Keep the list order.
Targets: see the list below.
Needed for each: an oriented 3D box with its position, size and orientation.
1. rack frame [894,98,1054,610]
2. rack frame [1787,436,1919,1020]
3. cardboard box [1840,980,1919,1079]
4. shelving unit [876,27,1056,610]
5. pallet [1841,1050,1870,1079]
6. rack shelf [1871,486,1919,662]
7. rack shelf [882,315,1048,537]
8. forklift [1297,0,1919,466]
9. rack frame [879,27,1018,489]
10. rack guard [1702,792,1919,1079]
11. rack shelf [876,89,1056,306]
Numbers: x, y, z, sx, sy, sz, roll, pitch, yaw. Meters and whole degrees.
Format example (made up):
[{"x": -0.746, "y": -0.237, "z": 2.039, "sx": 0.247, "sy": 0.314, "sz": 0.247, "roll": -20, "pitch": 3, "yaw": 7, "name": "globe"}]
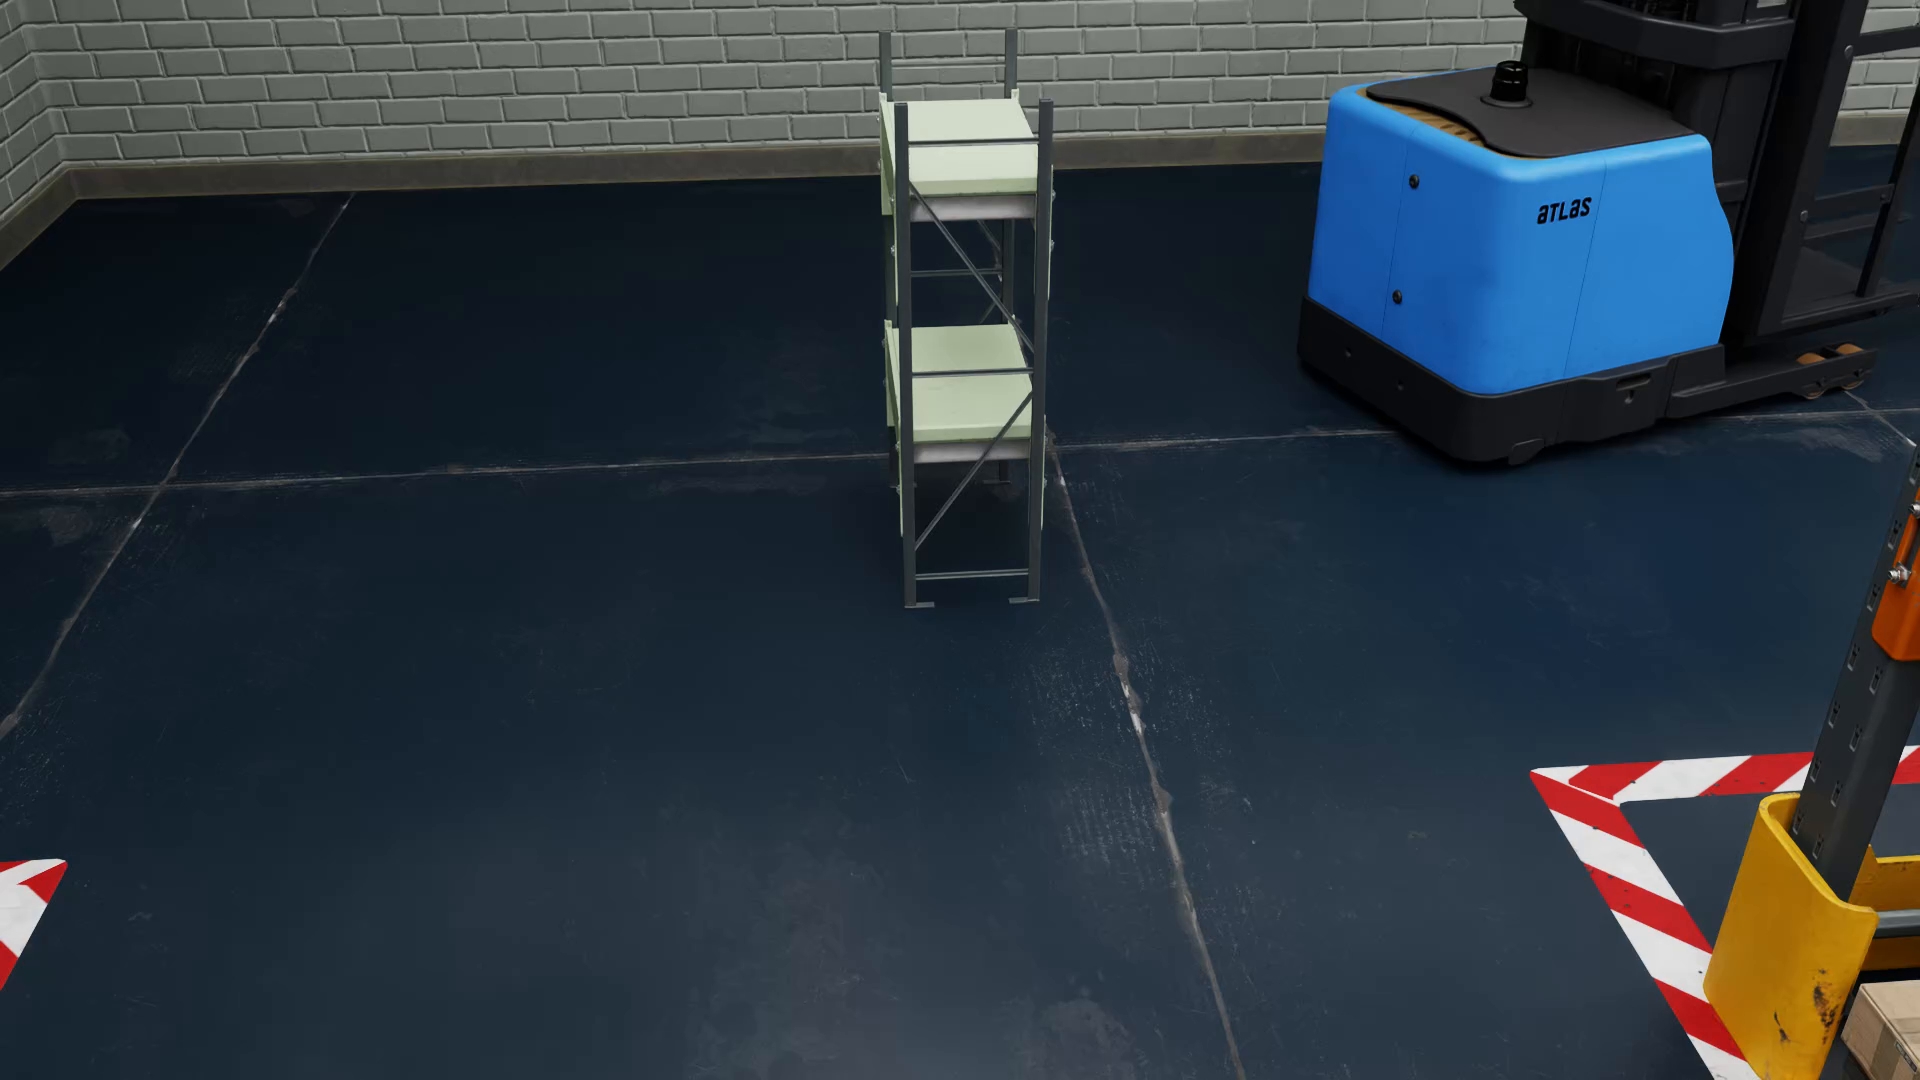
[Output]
[{"x": 0.035, "y": -0.454, "z": 4.547, "sx": 0.400, "sy": 1.500, "sz": 0.023, "roll": -3, "pitch": 31, "yaw": -5, "name": "rack frame"}, {"x": 2.199, "y": -0.314, "z": 2.850, "sx": 1.000, "sy": 3.000, "sz": 0.127, "roll": -3, "pitch": 31, "yaw": -5, "name": "rack frame"}, {"x": 1.896, "y": 0.951, "z": 3.083, "sx": 0.380, "sy": 0.149, "sz": 0.250, "roll": -3, "pitch": 31, "yaw": -5, "name": "cardboard box"}, {"x": 0.001, "y": -0.640, "z": 4.860, "sx": 0.431, "sy": 1.500, "sz": 0.755, "roll": -3, "pitch": 31, "yaw": -5, "name": "shelving unit"}, {"x": 2.282, "y": 1.329, "z": 2.819, "sx": 1.003, "sy": 0.211, "sz": 1.213, "roll": -3, "pitch": 31, "yaw": -5, "name": "pallet"}, {"x": 2.386, "y": 1.016, "z": 1.325, "sx": 1.077, "sy": 0.370, "sz": 4.000, "roll": -3, "pitch": 31, "yaw": -5, "name": "rack shelf"}, {"x": 0.001, "y": -0.361, "z": 5.027, "sx": 0.431, "sy": 0.370, "sz": 0.720, "roll": -3, "pitch": 31, "yaw": -5, "name": "rack shelf"}, {"x": 2.834, "y": -2.007, "z": 5.753, "sx": 3.031, "sy": 2.935, "sz": 1.130, "roll": -13, "pitch": 33, "yaw": -21, "name": "forklift"}, {"x": -0.034, "y": -0.827, "z": 5.173, "sx": 0.400, "sy": 1.500, "sz": 0.023, "roll": -3, "pitch": 31, "yaw": -5, "name": "rack frame"}, {"x": 2.206, "y": 0.798, "z": 3.426, "sx": 1.175, "sy": 0.500, "sz": 0.348, "roll": -3, "pitch": 31, "yaw": -5, "name": "rack guard"}, {"x": 0.001, "y": -0.976, "z": 4.660, "sx": 0.431, "sy": 0.370, "sz": 0.720, "roll": -3, "pitch": 31, "yaw": -5, "name": "rack shelf"}]
